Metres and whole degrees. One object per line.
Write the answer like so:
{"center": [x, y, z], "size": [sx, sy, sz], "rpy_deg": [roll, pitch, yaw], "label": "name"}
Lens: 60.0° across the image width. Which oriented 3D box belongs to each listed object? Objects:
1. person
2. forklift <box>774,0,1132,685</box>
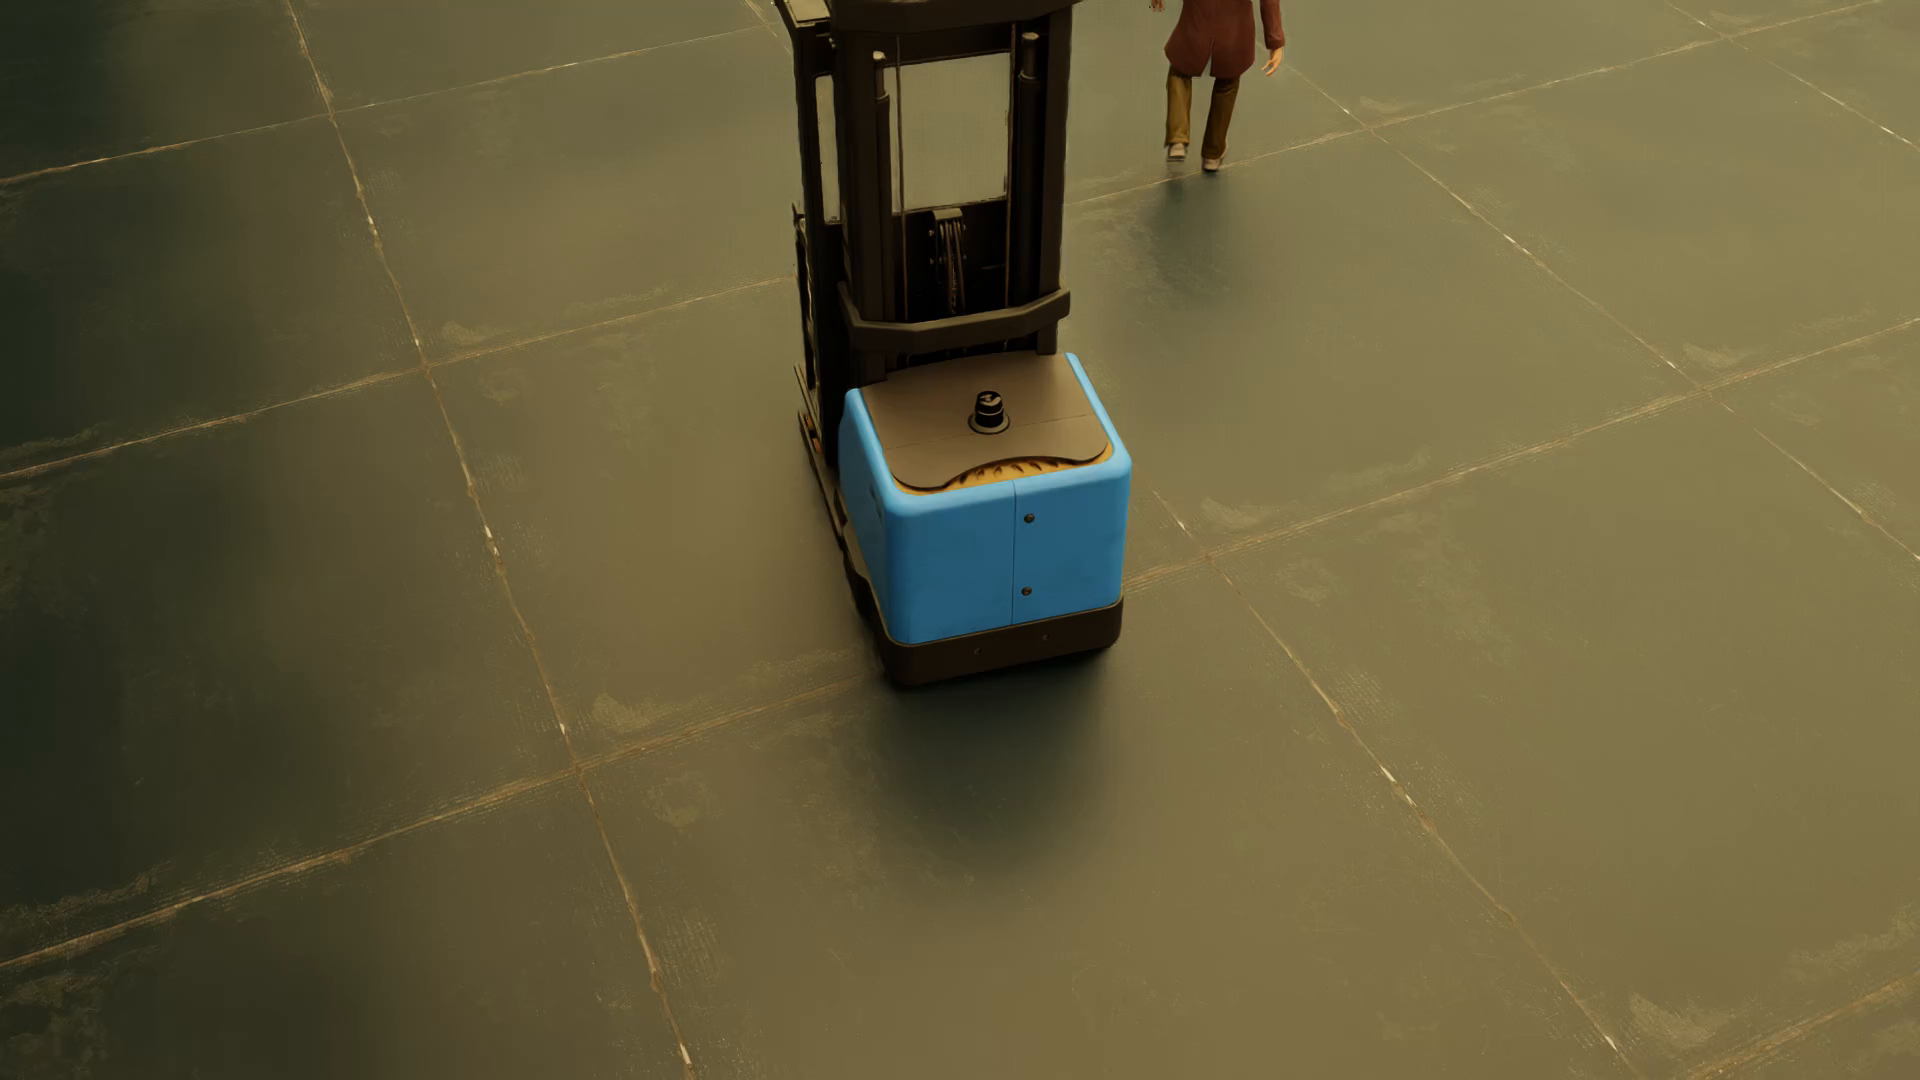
{"center": [1.476, -2.958, 9.711], "size": [0.852, 1.761, 0.641], "rpy_deg": [9, 44, 9], "label": "person"}
{"center": [-0.178, -1.476, 7.261], "size": [1.130, 2.935, 3.031], "rpy_deg": [-11, 44, -11], "label": "forklift"}
